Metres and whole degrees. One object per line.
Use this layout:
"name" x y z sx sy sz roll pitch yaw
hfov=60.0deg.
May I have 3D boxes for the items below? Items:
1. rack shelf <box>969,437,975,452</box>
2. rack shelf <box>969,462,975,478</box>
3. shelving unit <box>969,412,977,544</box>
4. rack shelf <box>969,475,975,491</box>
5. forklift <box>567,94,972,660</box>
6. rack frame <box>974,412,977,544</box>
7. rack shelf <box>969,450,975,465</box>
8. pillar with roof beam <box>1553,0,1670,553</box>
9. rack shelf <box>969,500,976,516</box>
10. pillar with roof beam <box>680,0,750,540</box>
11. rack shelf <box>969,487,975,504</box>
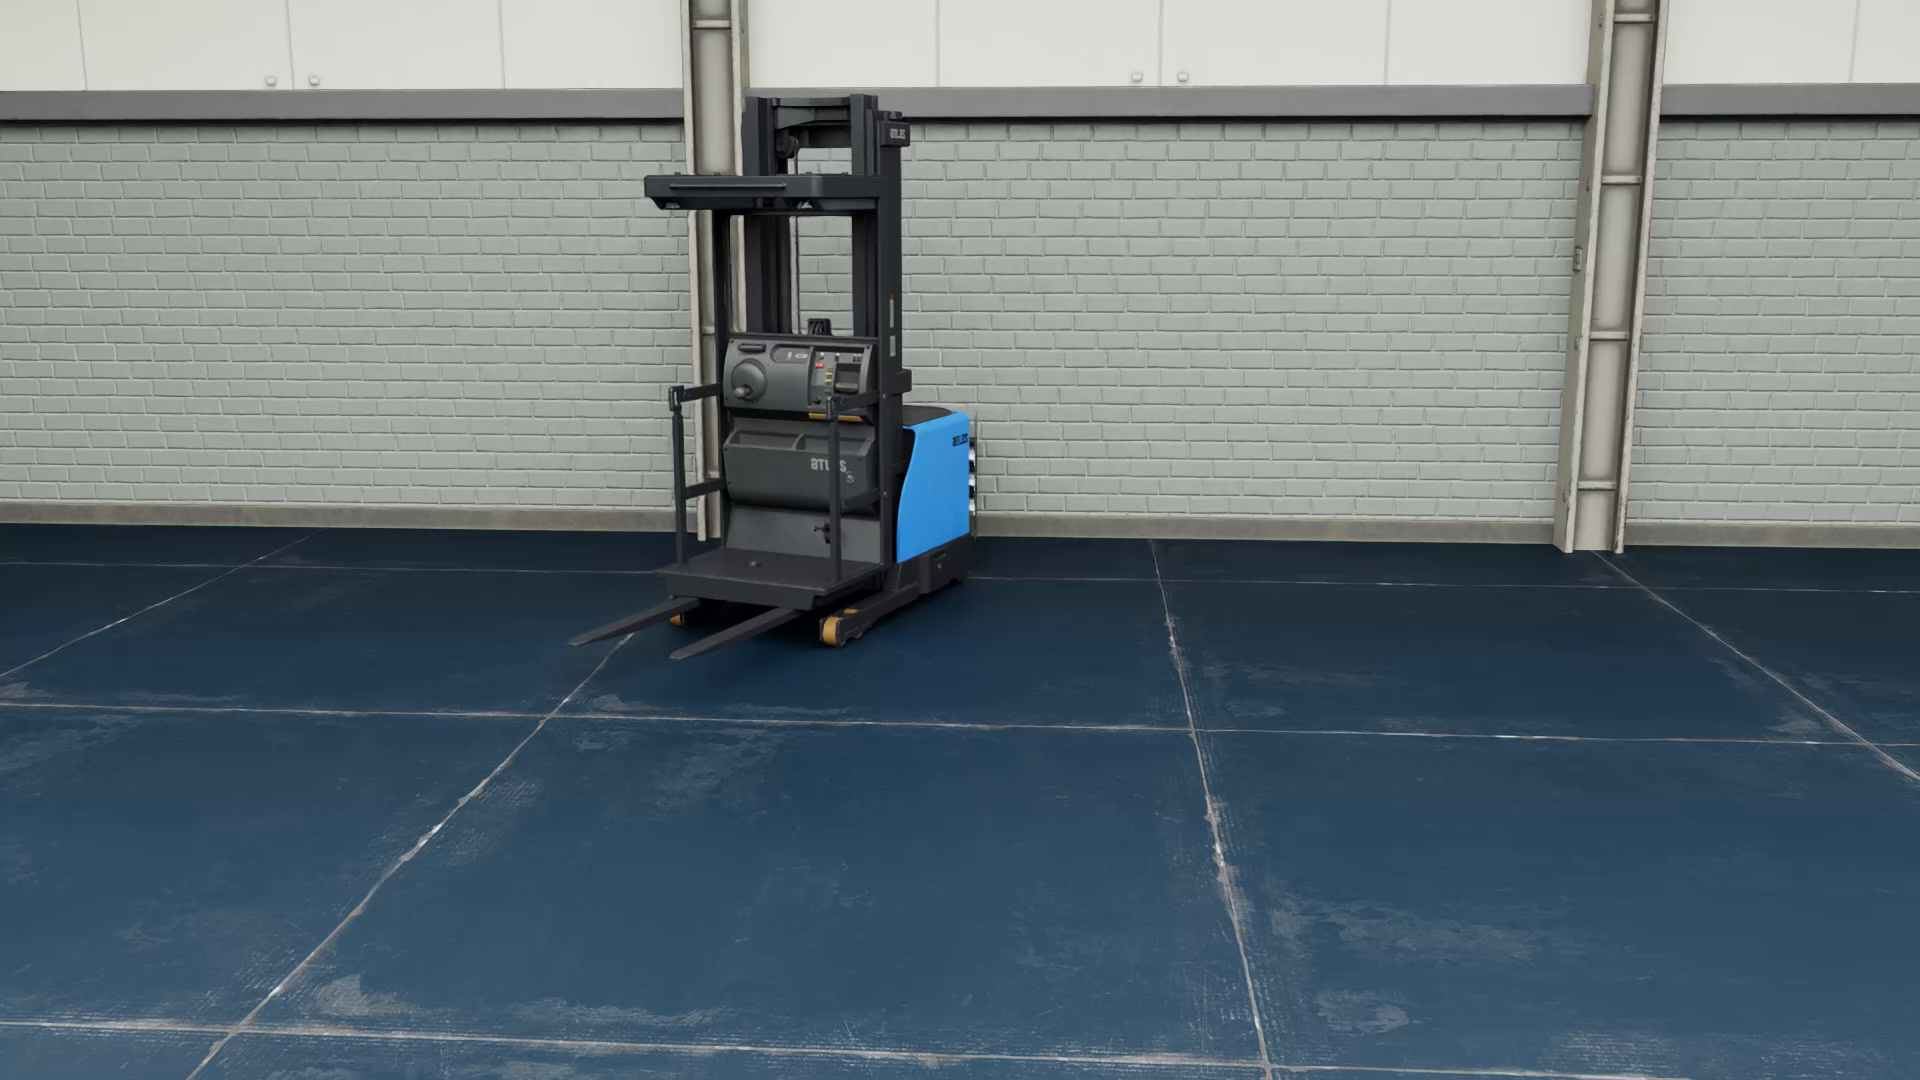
"rack shelf" 0.009 -0.670 11.618 0.200 0.077 0.258 1 12 3
"rack shelf" 0.009 -0.494 11.655 0.200 0.077 0.258 1 12 3
"shelving unit" 0.009 -0.439 11.667 0.210 0.900 0.258 1 12 3
"rack shelf" 0.009 -0.406 11.673 0.200 0.077 0.258 1 12 3
"forklift" -1.005 -0.957 9.183 1.130 2.935 3.031 5 13 24
"rack frame" 0.111 -0.437 11.661 0.006 0.900 0.240 1 12 3
"rack shelf" 0.009 -0.582 11.637 0.200 0.077 0.258 1 12 3
"pillar with roof beam" 4.052 -3.470 6.378 0.400 9.000 9.100 1 12 4
"rack shelf" 0.009 -0.230 11.710 0.200 0.077 0.258 1 12 3
"pillar with roof beam" -1.935 -3.552 6.771 0.400 9.000 9.100 1 12 4
"rack shelf" 0.009 -0.318 11.692 0.200 0.077 0.258 1 12 3
